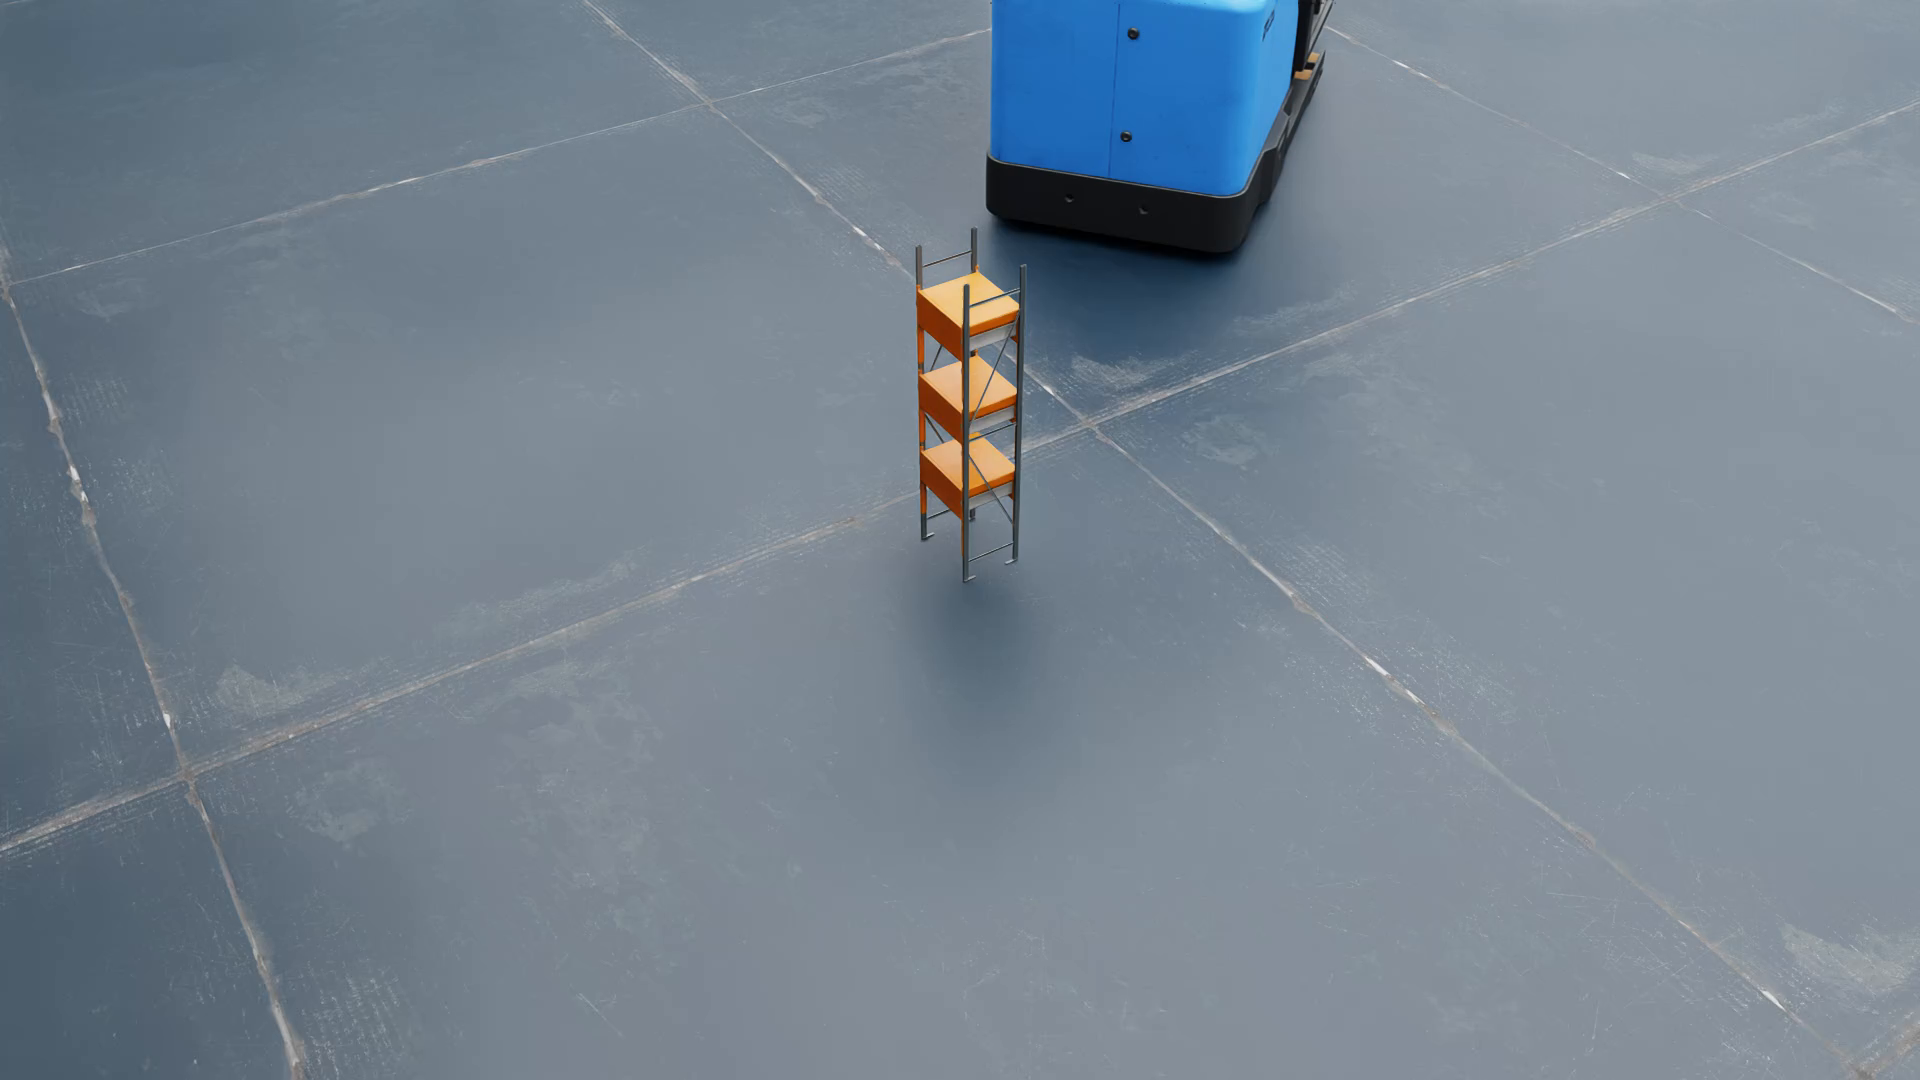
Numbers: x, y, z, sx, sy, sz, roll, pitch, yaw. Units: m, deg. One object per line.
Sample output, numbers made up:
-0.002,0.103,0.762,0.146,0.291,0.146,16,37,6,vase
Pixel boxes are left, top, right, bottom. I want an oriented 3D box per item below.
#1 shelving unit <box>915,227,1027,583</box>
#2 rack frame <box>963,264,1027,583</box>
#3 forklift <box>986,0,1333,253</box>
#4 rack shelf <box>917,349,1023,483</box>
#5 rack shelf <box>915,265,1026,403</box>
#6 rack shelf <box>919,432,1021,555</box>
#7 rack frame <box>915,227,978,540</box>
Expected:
0.029,-0.374,4.879,0.215,1.050,0.252,-22,45,-24,shelving unit
0.094,-0.309,4.800,0.200,1.050,0.008,-22,45,-24,rack frame
1.066,-3.196,6.796,1.130,2.935,3.031,12,41,15,forklift
0.029,-0.366,4.886,0.215,0.259,0.240,-22,45,-24,rack shelf
0.029,-0.584,4.704,0.215,0.259,0.240,-22,45,-24,rack shelf
0.029,-0.153,5.064,0.215,0.259,0.240,-22,45,-24,rack shelf
-0.037,-0.440,4.958,0.200,1.050,0.008,-22,45,-24,rack frame
